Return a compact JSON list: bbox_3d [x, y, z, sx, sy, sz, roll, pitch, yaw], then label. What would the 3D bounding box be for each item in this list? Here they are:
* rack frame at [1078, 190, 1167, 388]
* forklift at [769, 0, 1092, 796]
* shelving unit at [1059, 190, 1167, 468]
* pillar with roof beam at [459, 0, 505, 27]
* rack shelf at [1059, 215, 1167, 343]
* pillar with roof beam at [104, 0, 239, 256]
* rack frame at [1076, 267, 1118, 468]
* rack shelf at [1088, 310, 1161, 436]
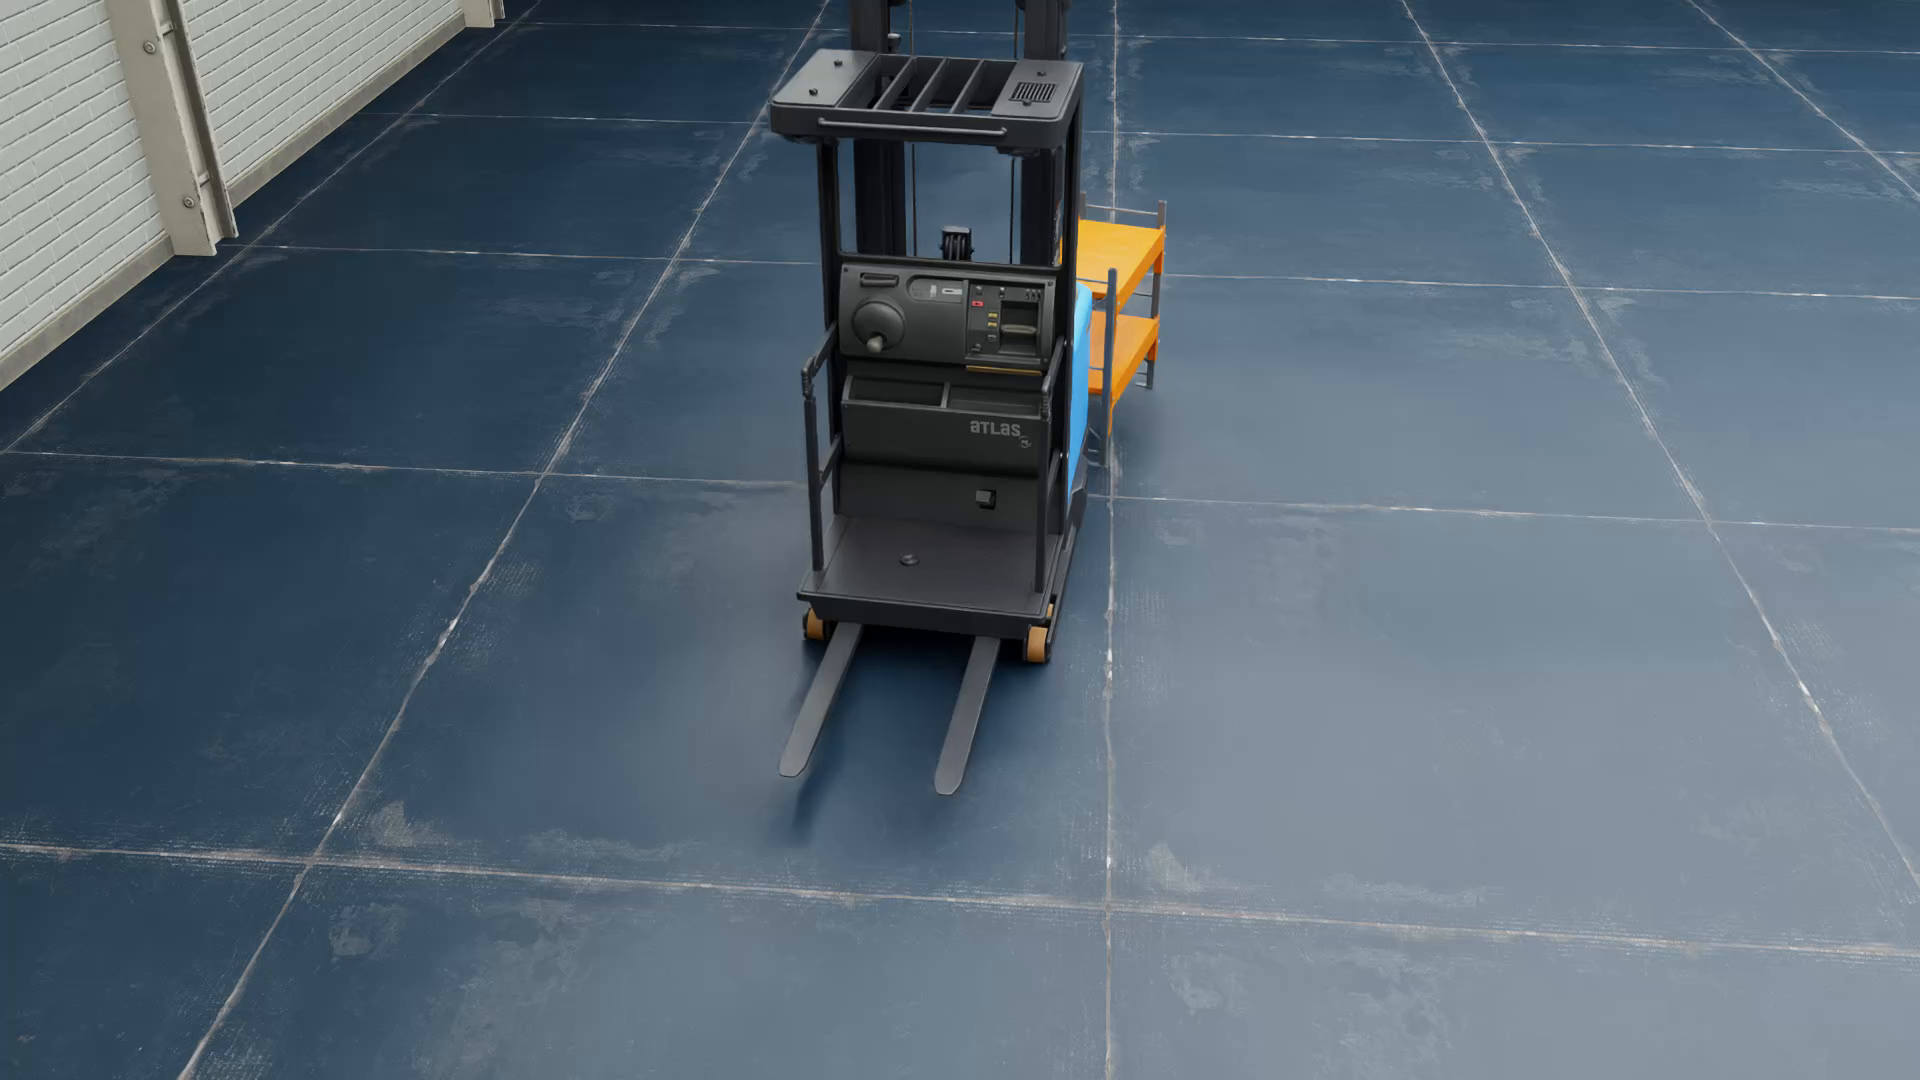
[{"bbox_3d":[0.896,-1.418,9.478,0.500,1.125,0.032,11,33,17],"label":"rack frame"},{"bbox_3d":[-0.094,-0.909,6.931,1.130,2.935,3.031,5,32,9],"label":"forklift"},{"bbox_3d":[0.723,-1.167,9.071,0.538,1.125,1.048,11,33,17],"label":"shelving unit"},{"bbox_3d":[-0.485,-8.845,14.026,9.100,9.000,0.400,2,32,4],"label":"pillar with roof beam"},{"bbox_3d":[0.723,-1.416,8.918,0.538,0.278,1.000,11,33,17],"label":"rack shelf"},{"bbox_3d":[-0.973,-5.708,8.935,9.100,9.000,0.400,2,32,4],"label":"pillar with roof beam"},{"bbox_3d":[0.549,-0.916,8.664,0.500,1.125,0.032,11,33,17],"label":"rack frame"},{"bbox_3d":[0.723,-0.959,9.199,0.538,0.278,1.000,11,33,17],"label":"rack shelf"}]
